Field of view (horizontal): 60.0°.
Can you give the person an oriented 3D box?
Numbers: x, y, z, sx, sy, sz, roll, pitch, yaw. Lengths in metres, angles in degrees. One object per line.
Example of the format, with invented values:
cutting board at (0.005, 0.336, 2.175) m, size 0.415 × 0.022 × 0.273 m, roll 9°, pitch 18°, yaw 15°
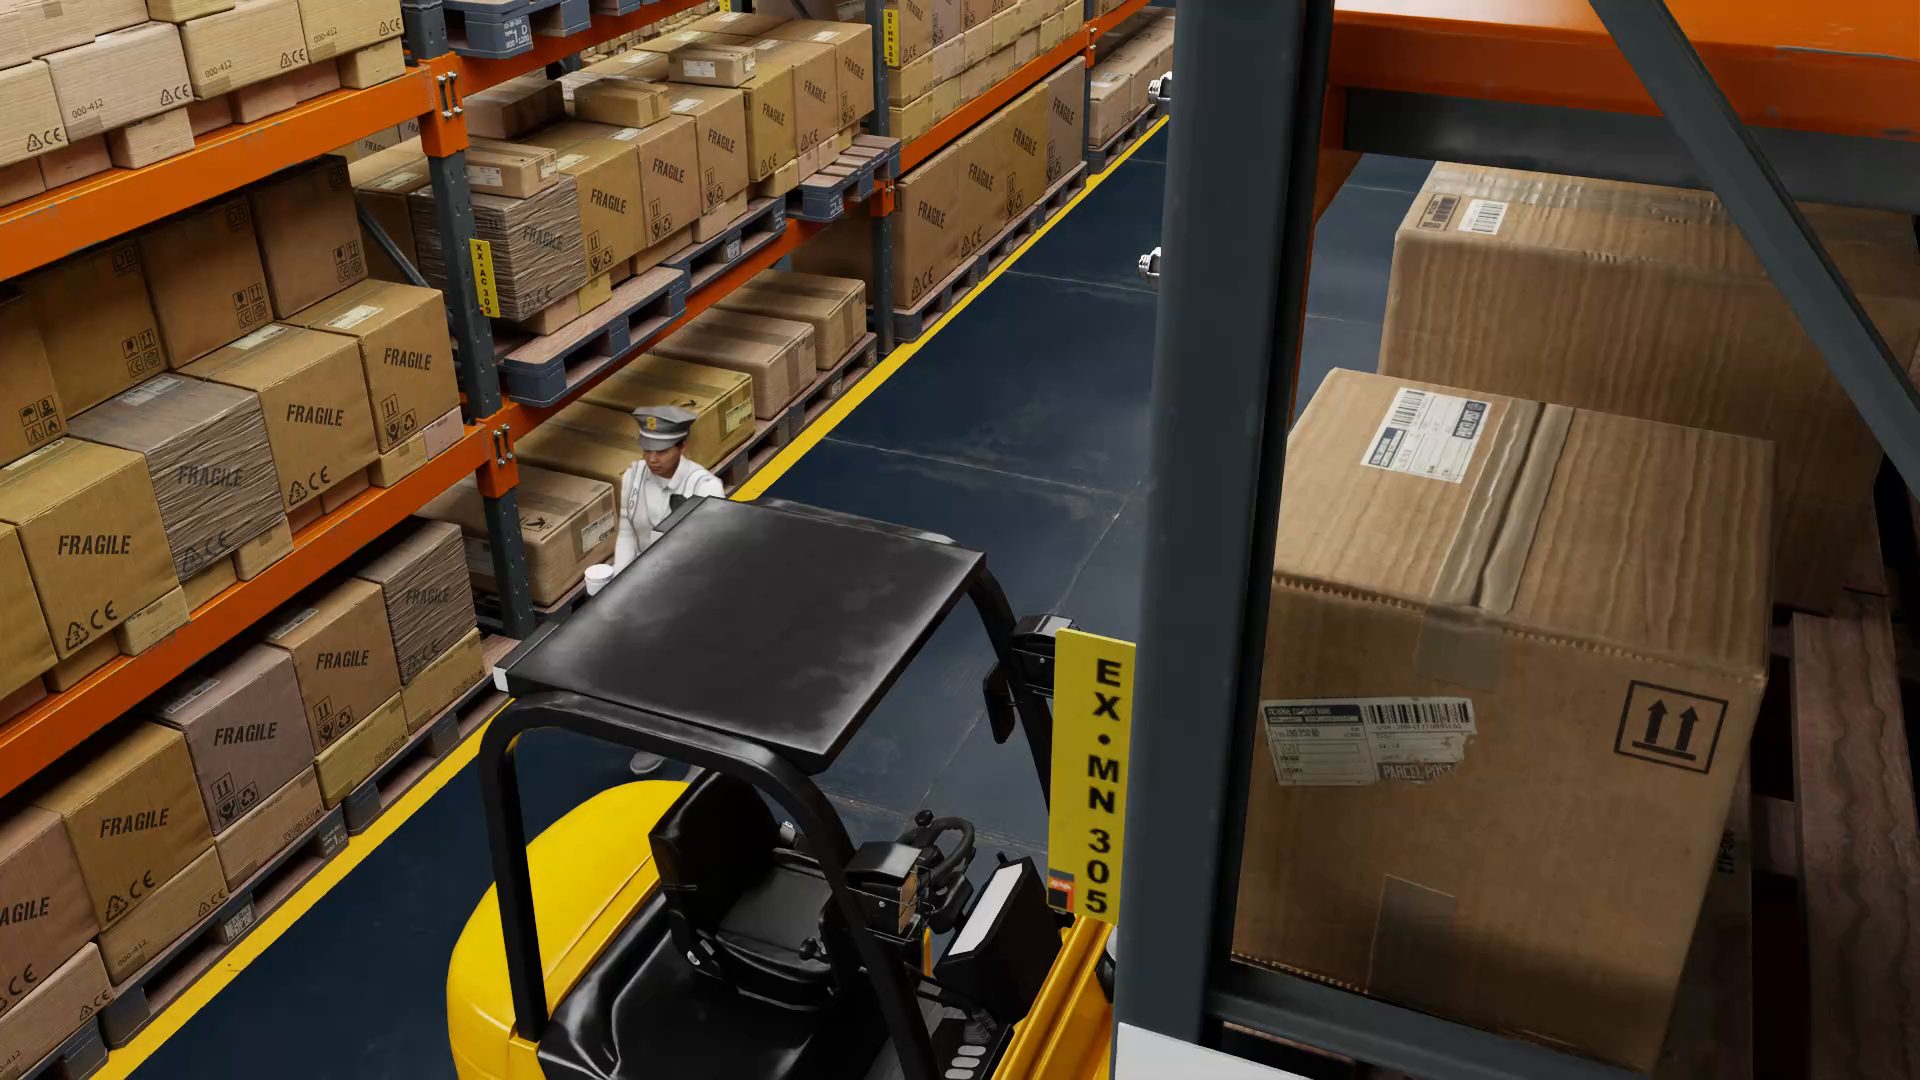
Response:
person at (-1.154, 0.236, 6.691) m, size 0.498 × 1.686 × 0.425 m, roll 11°, pitch 32°, yaw 18°
